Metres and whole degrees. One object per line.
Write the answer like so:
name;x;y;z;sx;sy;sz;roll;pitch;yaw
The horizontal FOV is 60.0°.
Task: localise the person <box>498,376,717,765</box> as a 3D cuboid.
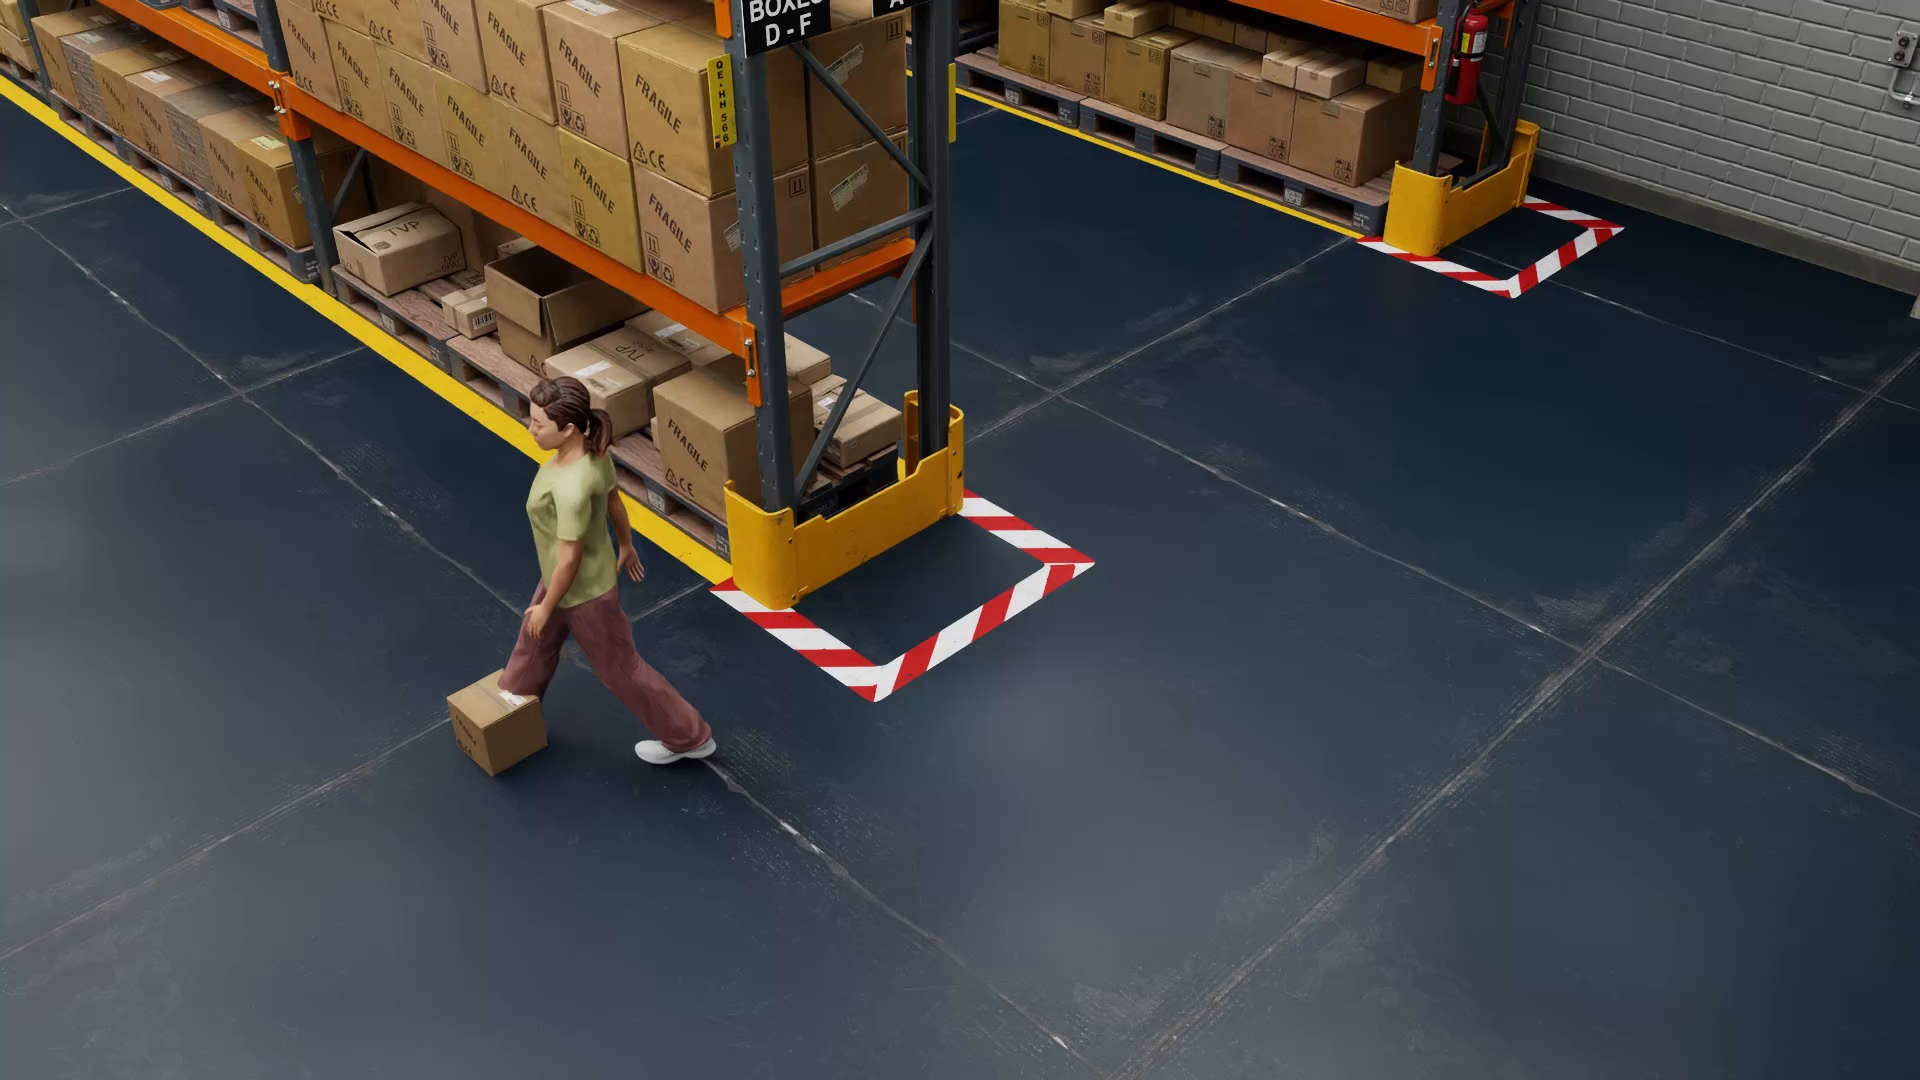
person;-1.447;0.145;5.964;1.015;1.611;0.468;-3;36;-5
